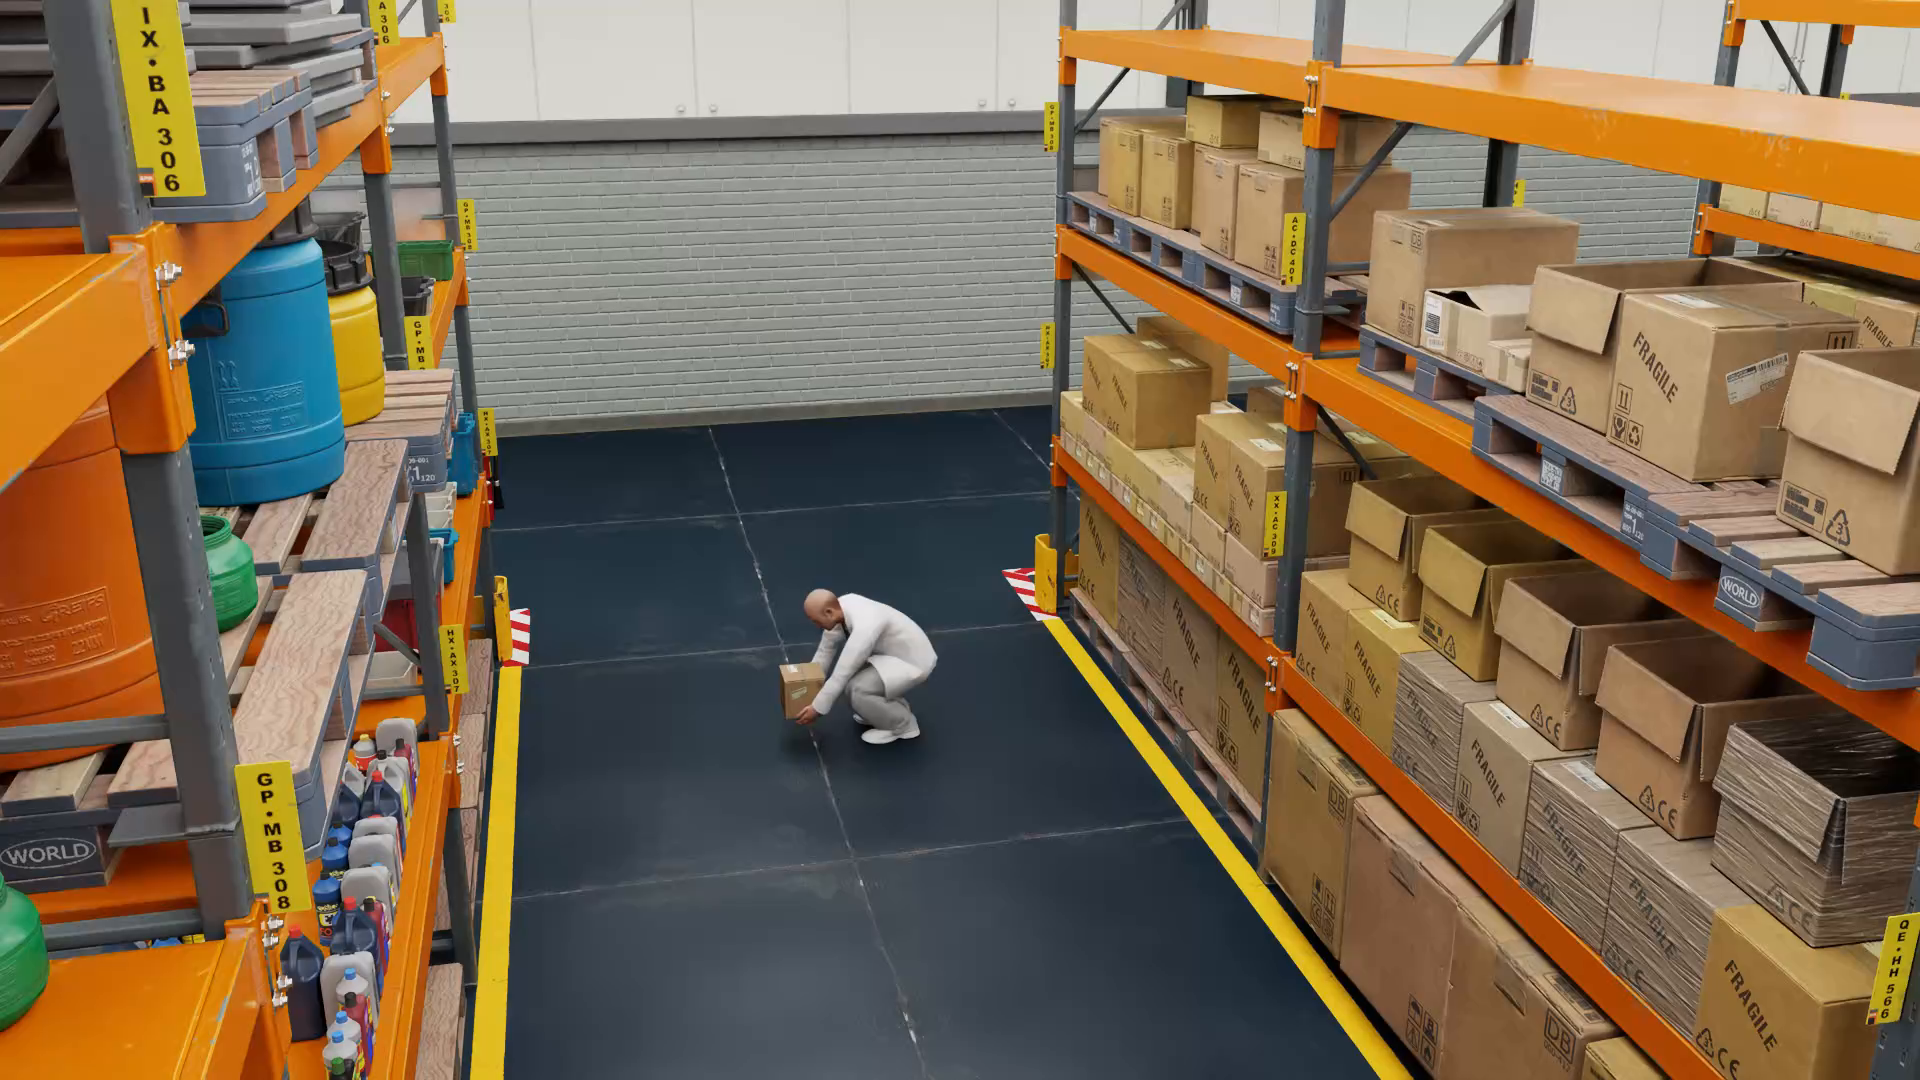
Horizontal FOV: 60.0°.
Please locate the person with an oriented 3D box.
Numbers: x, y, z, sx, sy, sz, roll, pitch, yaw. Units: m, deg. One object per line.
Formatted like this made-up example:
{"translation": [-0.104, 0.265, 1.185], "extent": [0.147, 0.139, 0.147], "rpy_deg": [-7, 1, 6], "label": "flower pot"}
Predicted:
{"translation": [-0.590, 0.741, 10.180], "extent": [0.917, 0.985, 0.611], "rpy_deg": [-4, 20, -13], "label": "person"}
